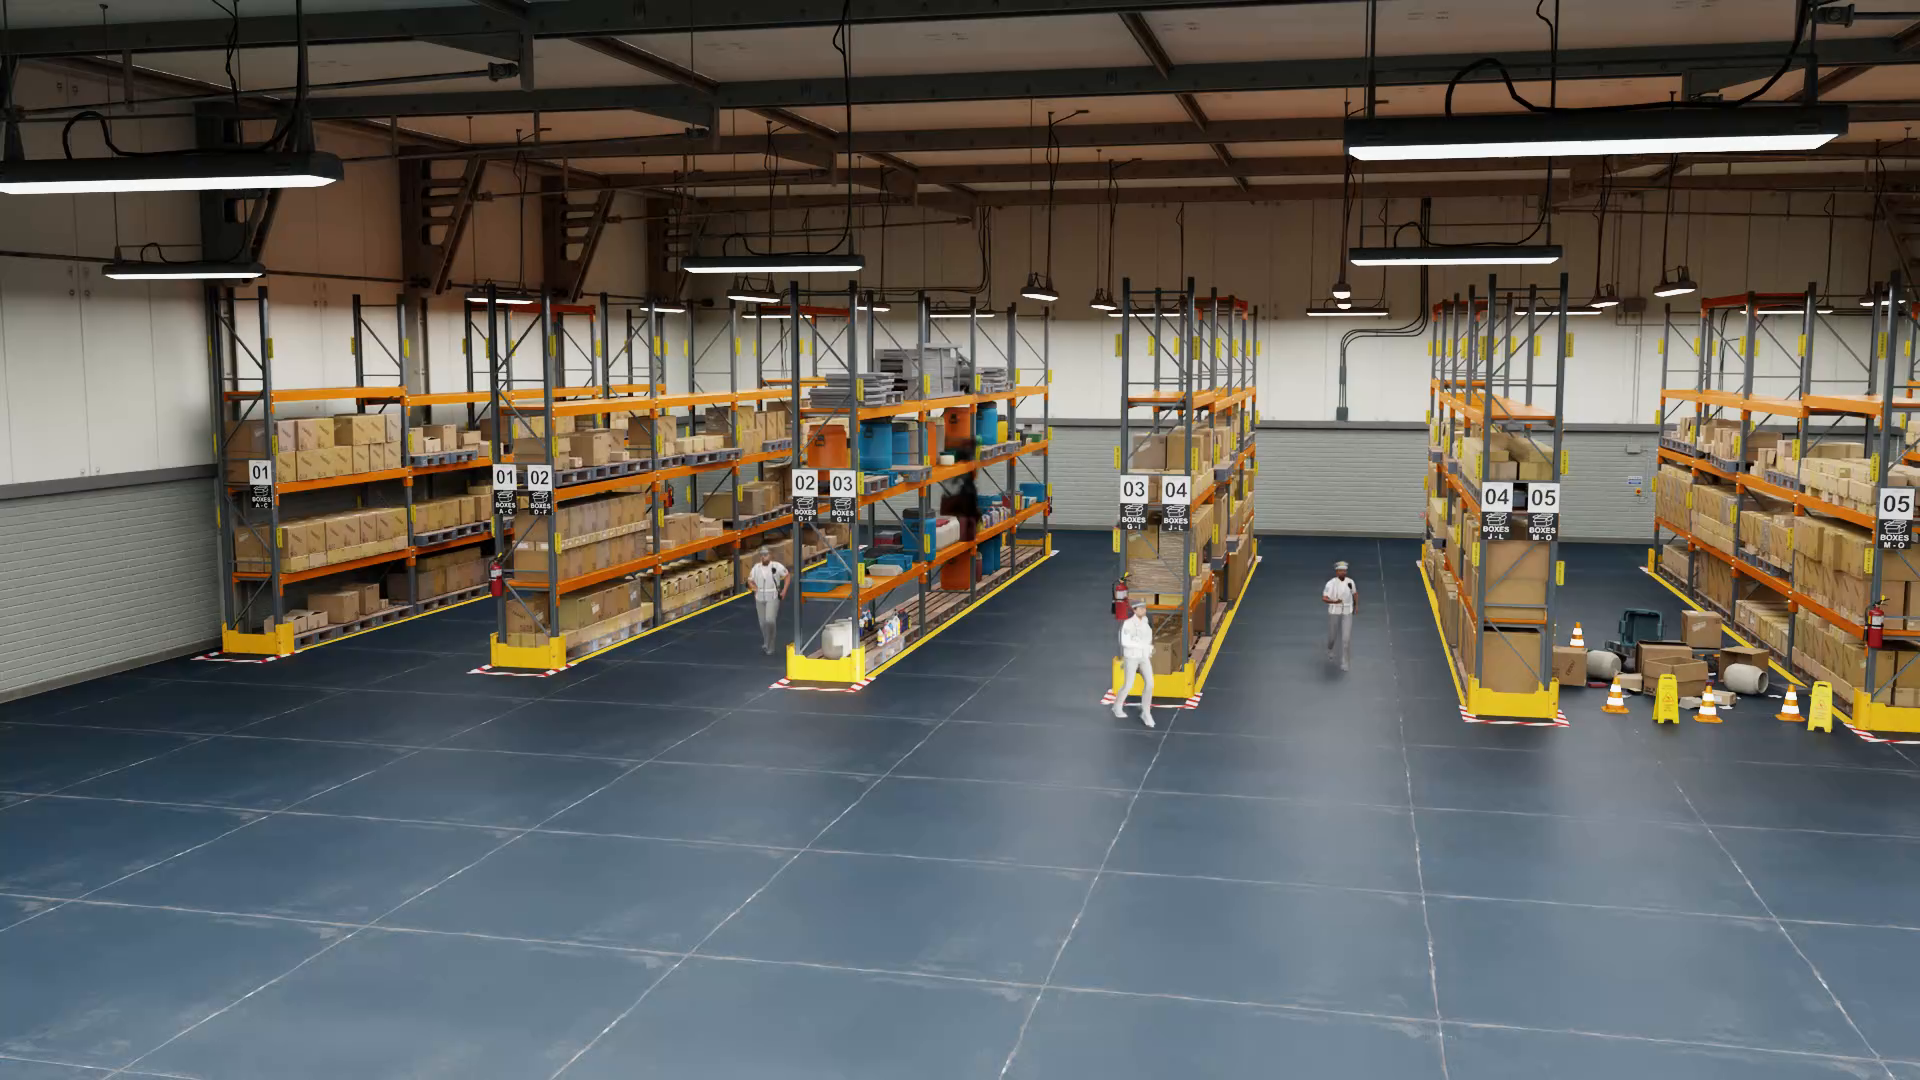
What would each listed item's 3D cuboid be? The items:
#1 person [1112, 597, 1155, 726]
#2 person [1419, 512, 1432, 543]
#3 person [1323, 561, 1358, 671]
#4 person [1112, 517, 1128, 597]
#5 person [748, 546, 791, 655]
[{"bbox_3d":[2.366,1.625,22.276,0.626,1.763,0.738,-5,8,-36],"label":"person"},{"bbox_3d":[11.207,-0.334,39.197,0.755,1.678,0.676,1,7,9],"label":"person"},{"bbox_3d":[5.986,1.159,26.139,0.585,1.673,0.898,0,7,3],"label":"person"},{"bbox_3d":[3.229,0.165,31.638,0.658,1.816,0.913,1,7,6],"label":"person"},{"bbox_3d":[-3.177,1.000,27.420,0.665,1.820,0.705,1,7,12],"label":"person"}]
